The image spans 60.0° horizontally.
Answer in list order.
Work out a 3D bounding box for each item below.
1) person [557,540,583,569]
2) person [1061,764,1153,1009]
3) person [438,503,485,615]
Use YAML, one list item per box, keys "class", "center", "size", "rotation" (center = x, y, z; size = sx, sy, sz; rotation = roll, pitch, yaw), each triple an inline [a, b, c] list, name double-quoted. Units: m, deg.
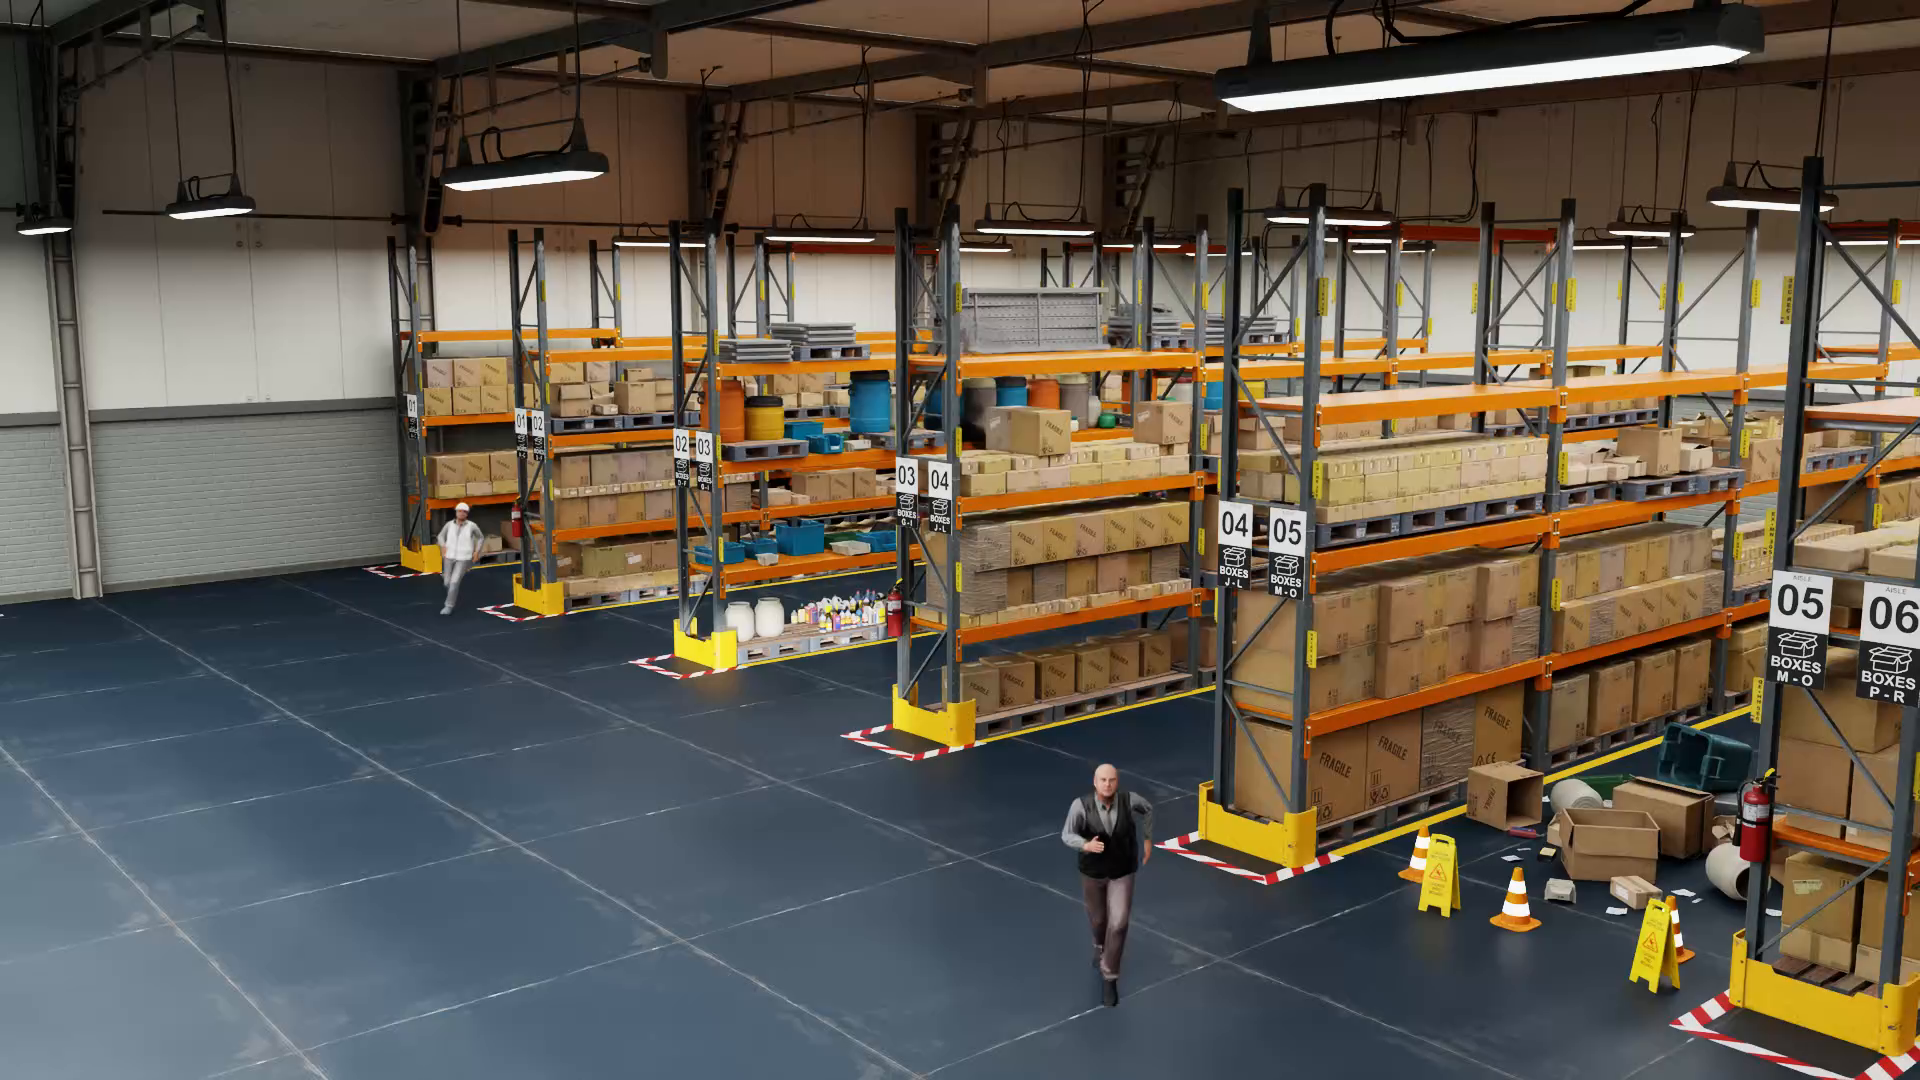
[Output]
- class: "person"
  center: [-6.788, -0.050, 28.689]
  size: [0.586, 1.692, 0.833]
  rotation: [7, 11, 40]
- class: "person"
  center: [1.079, 2.469, 12.218]
  size: [0.678, 1.764, 0.854]
  rotation: [0, 9, 3]
- class: "person"
  center: [-7.911, 0.272, 26.321]
  size: [0.714, 1.729, 0.894]
  rotation: [0, 9, -1]
